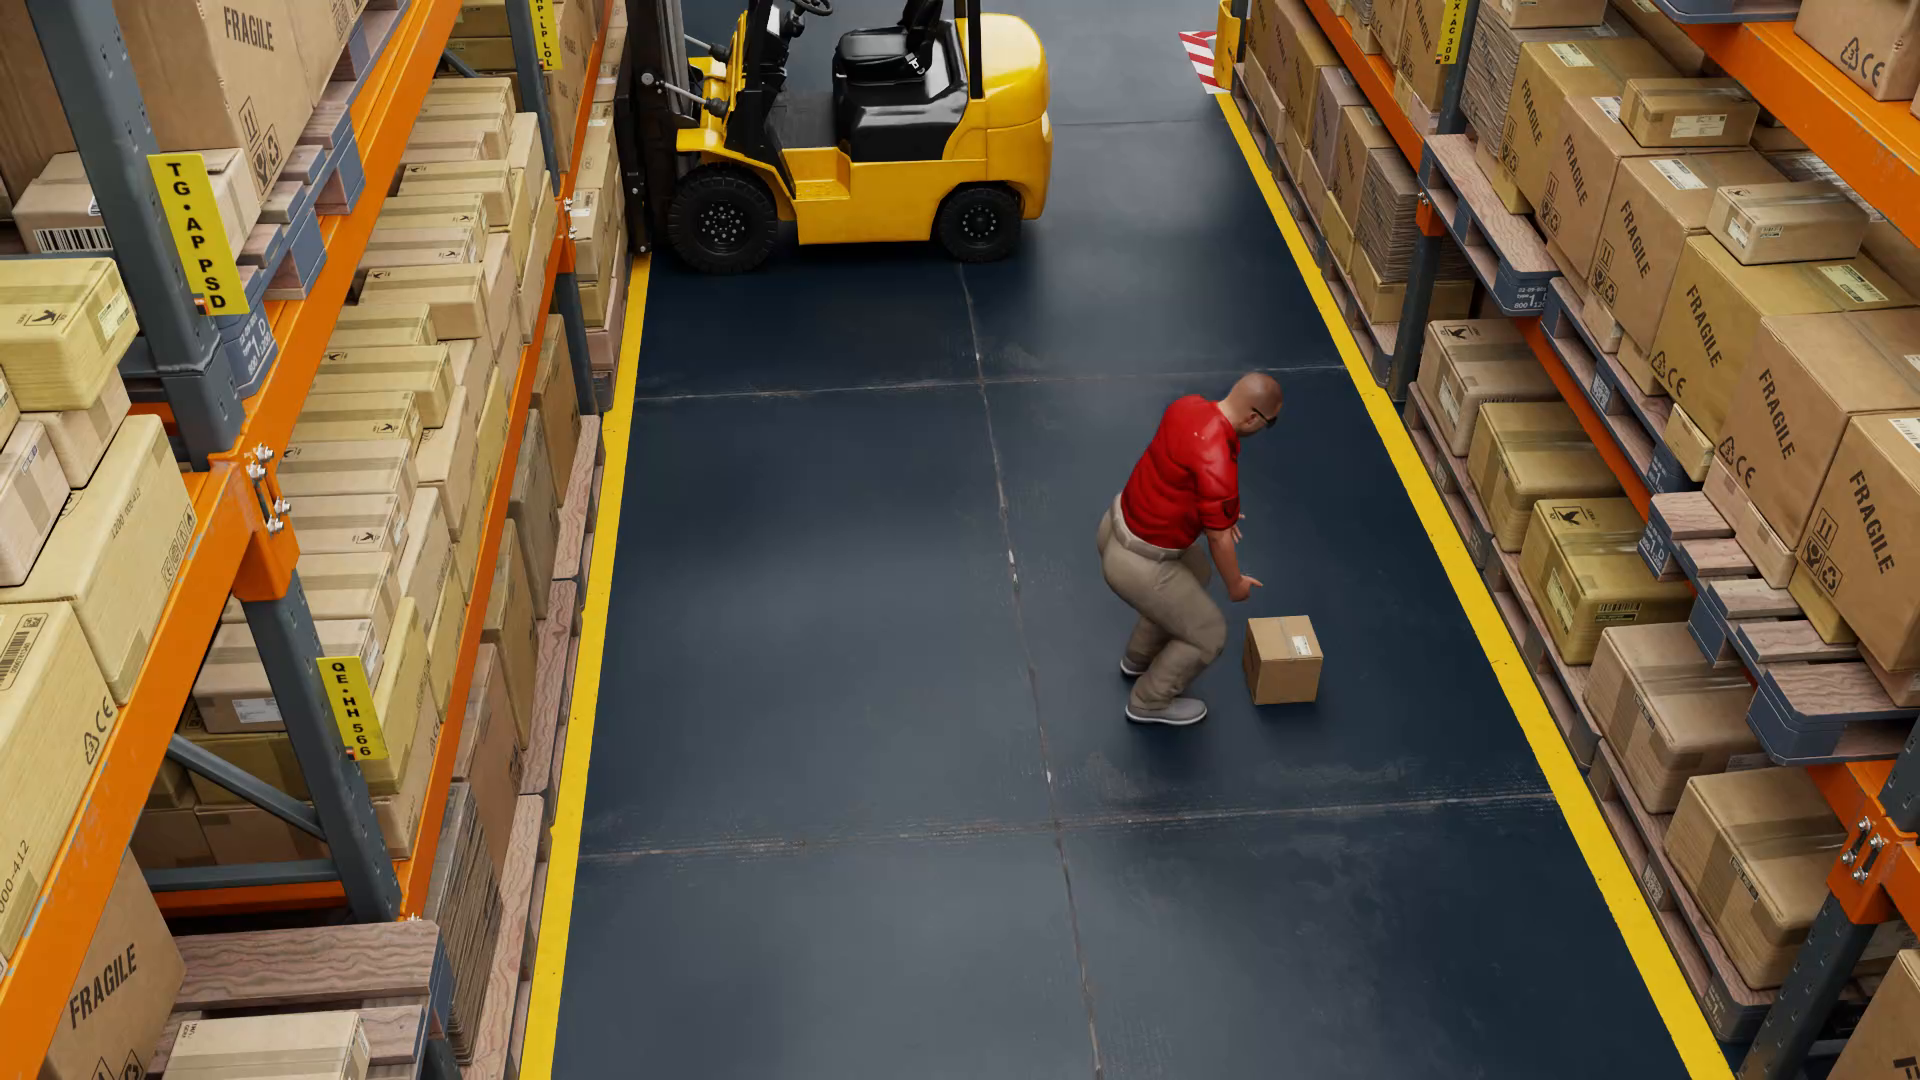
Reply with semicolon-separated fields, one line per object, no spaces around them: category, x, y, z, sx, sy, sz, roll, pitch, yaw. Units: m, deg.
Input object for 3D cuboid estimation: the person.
person;0.840;0.014;6.346;0.644;1.494;0.587;-3;39;-4
